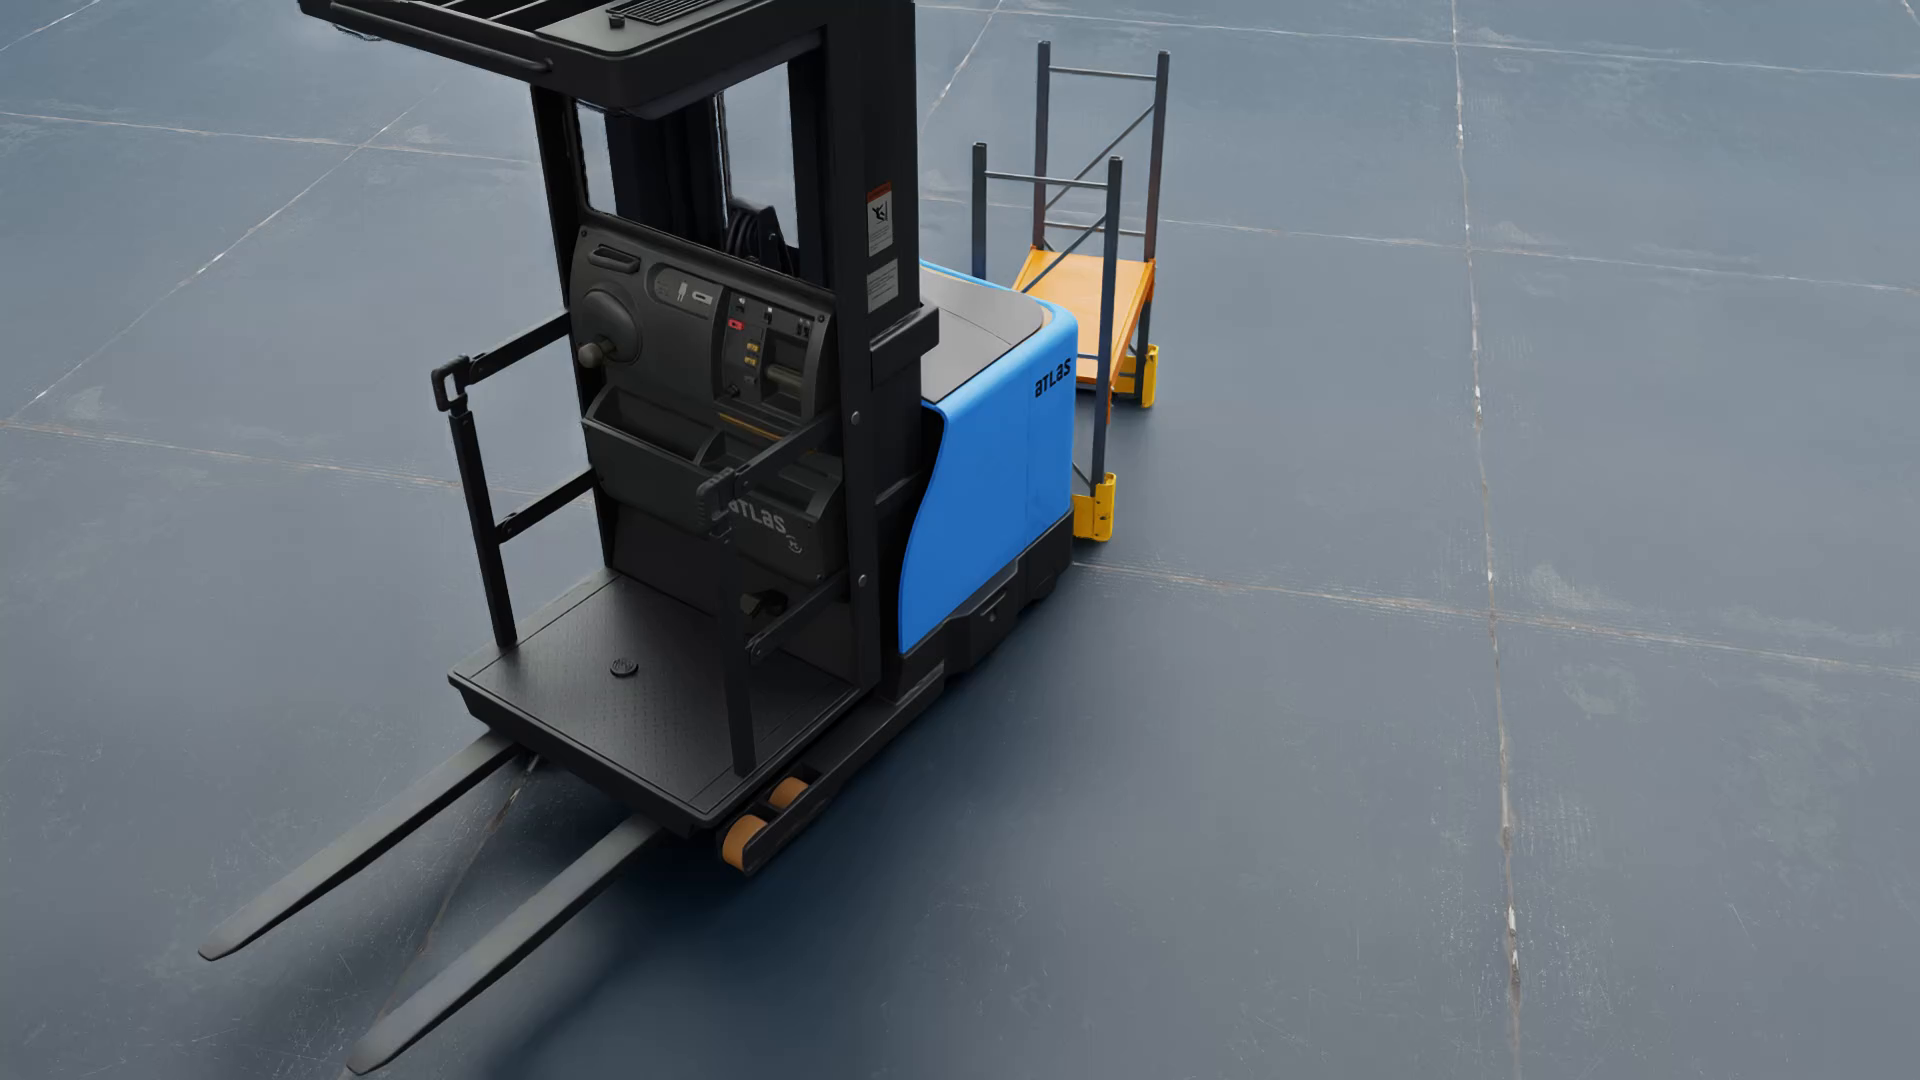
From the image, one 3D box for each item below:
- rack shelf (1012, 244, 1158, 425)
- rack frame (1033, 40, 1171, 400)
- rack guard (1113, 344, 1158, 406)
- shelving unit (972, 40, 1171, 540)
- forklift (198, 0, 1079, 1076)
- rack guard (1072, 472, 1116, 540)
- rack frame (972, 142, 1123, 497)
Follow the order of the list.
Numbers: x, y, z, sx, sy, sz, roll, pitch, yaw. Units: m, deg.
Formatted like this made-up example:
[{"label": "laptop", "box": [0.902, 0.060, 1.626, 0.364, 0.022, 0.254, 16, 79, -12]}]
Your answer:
[{"label": "rack shelf", "box": [0.414, -0.812, 6.399, 0.538, 0.185, 1.000, 9, 37, 12]}, {"label": "rack frame", "box": [0.542, -1.247, 6.692, 0.500, 1.500, 0.032, 9, 37, 12]}, {"label": "rack guard", "box": [0.537, -0.729, 7.043, 0.587, 0.250, 0.087, 9, 37, 12]}, {"label": "shelving unit", "box": [0.412, -0.953, 6.286, 0.587, 1.500, 1.083, 9, 37, 12]}, {"label": "forklift", "box": [-0.859, -0.534, 4.489, 1.130, 2.935, 3.031, 23, 42, 28]}, {"label": "rack guard", "box": [0.287, -0.164, 6.263, 0.587, 0.250, 0.087, 9, 37, 12]}, {"label": "rack frame", "box": [0.287, -0.669, 5.895, 0.500, 1.500, 0.032, 9, 37, 12]}]
